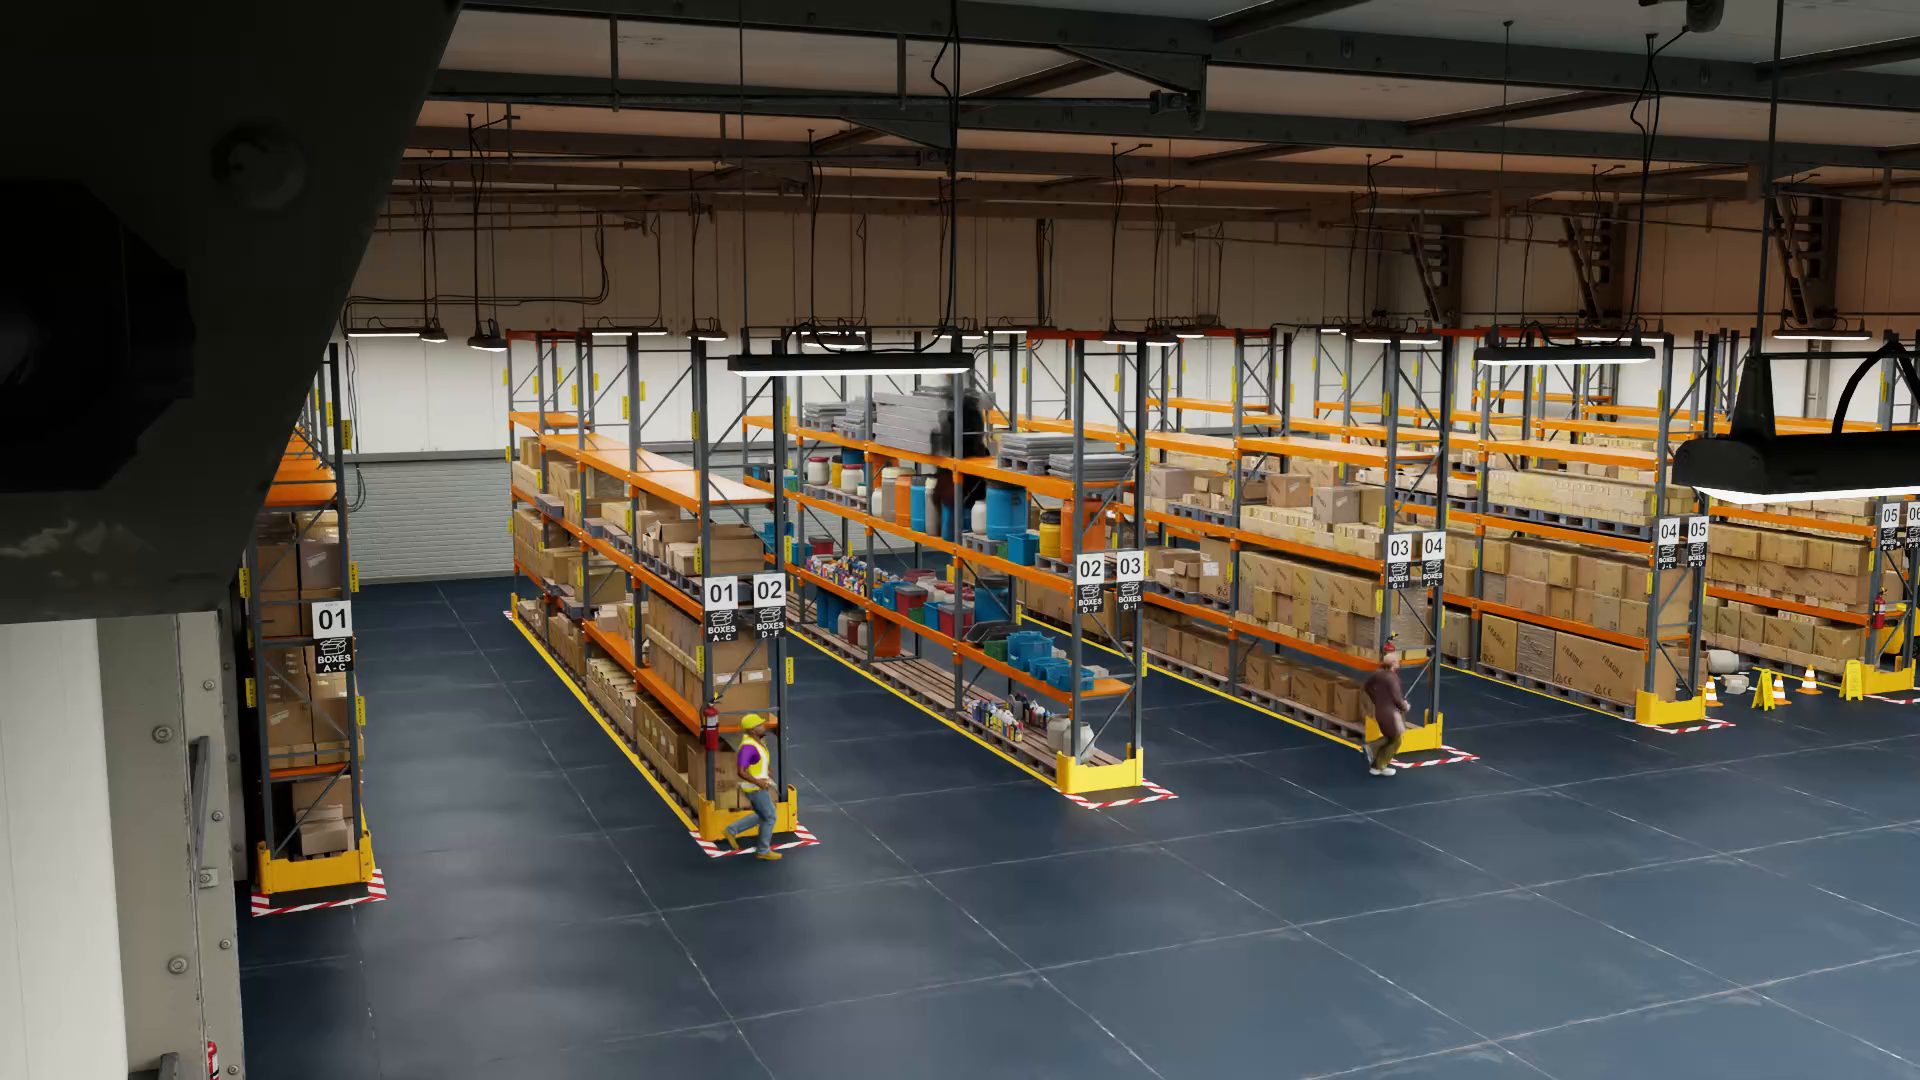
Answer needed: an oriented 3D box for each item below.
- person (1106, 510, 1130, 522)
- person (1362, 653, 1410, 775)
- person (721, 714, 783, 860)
[{"bbox_3d":[3.725,-0.105,40.887,0.900,1.767,0.742,-6,10,-36],"label":"person"},{"bbox_3d":[5.872,2.387,22.805,0.606,1.713,0.702,-1,8,-9],"label":"person"},{"bbox_3d":[-2.431,2.869,19.335,0.708,1.742,0.688,-1,8,-8],"label":"person"}]
